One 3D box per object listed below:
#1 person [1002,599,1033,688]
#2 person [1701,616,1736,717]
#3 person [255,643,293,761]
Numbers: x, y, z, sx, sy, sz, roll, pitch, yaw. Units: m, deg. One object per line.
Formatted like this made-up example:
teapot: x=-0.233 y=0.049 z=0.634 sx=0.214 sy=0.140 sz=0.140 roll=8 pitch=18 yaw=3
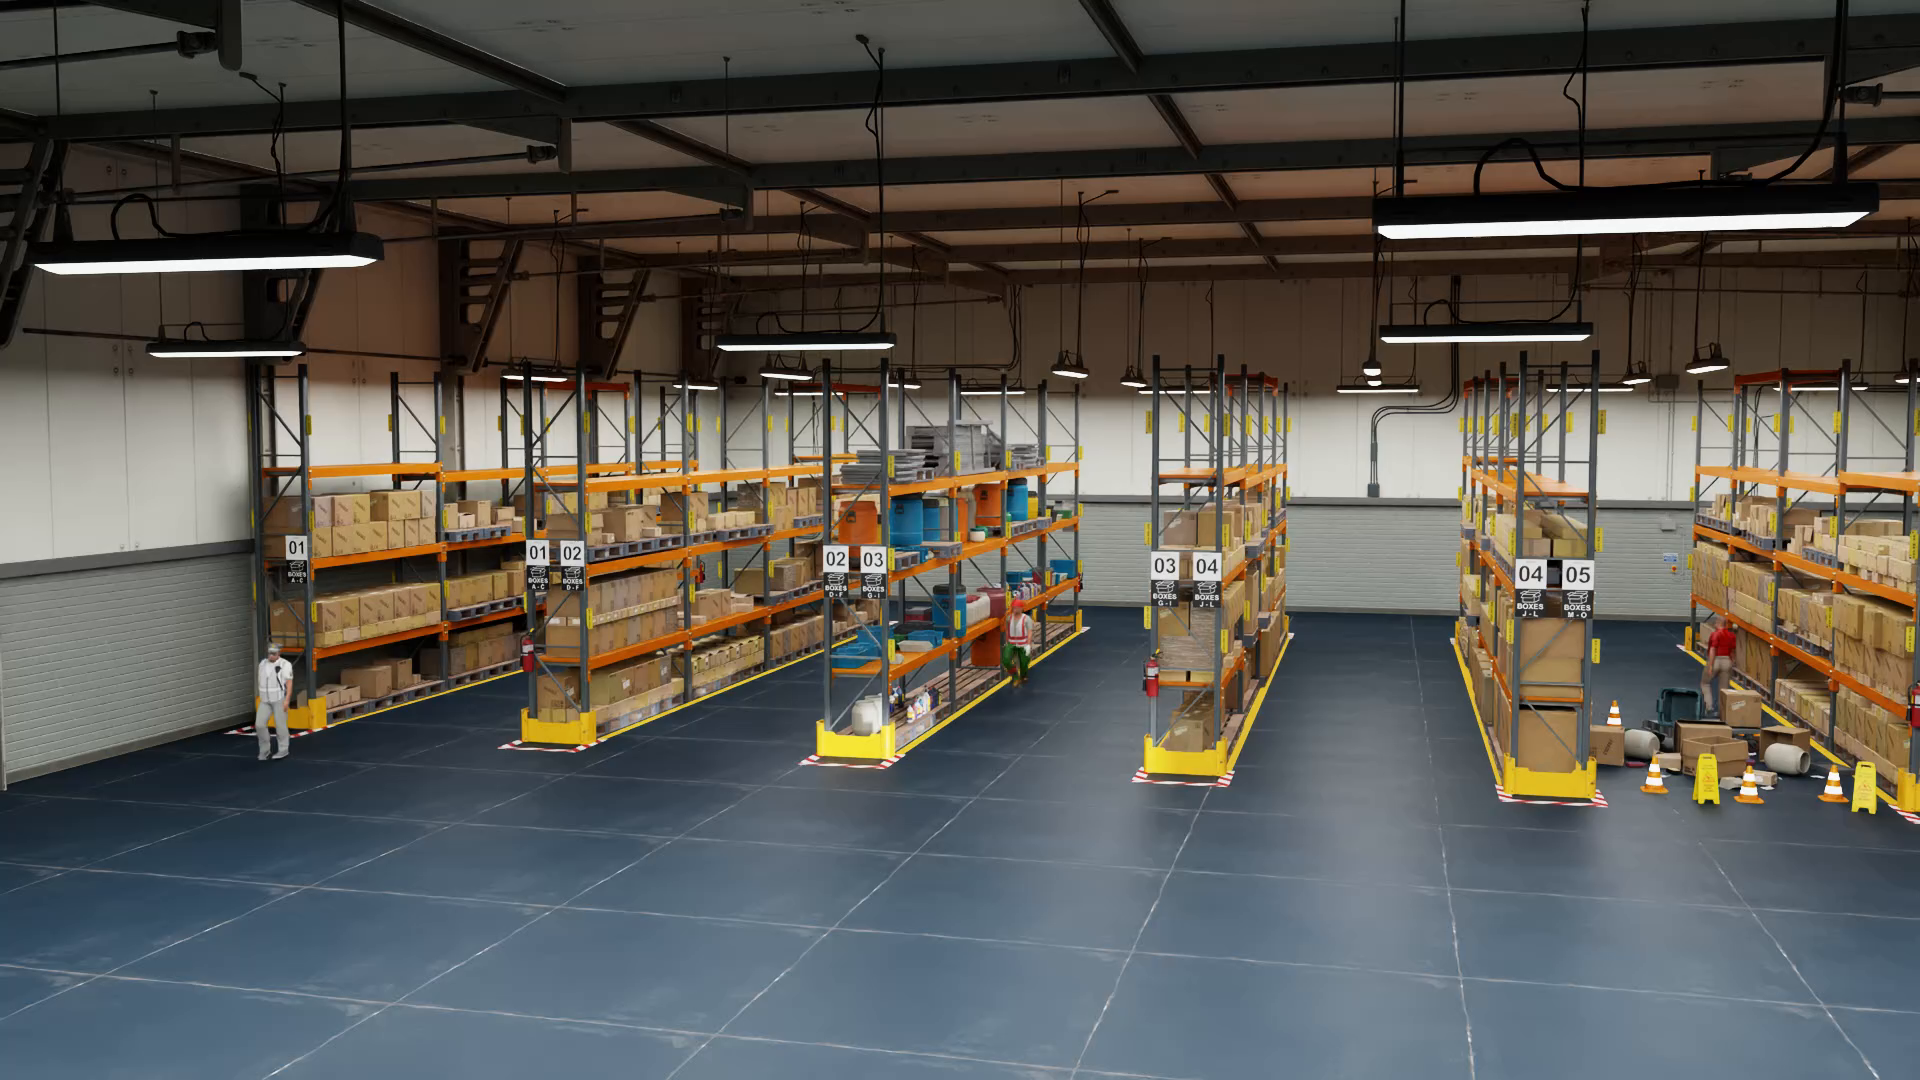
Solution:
person: x=1.067 y=1.875 z=30.454 sx=0.575 sy=1.588 sz=0.749 roll=1 pitch=4 yaw=16
person: x=12.970 y=2.189 z=28.435 sx=0.596 sy=1.764 sz=0.493 roll=1 pitch=4 yaw=8
person: x=-10.279 y=2.454 z=24.916 sx=0.562 sy=1.847 sz=0.418 roll=0 pitch=4 yaw=5
